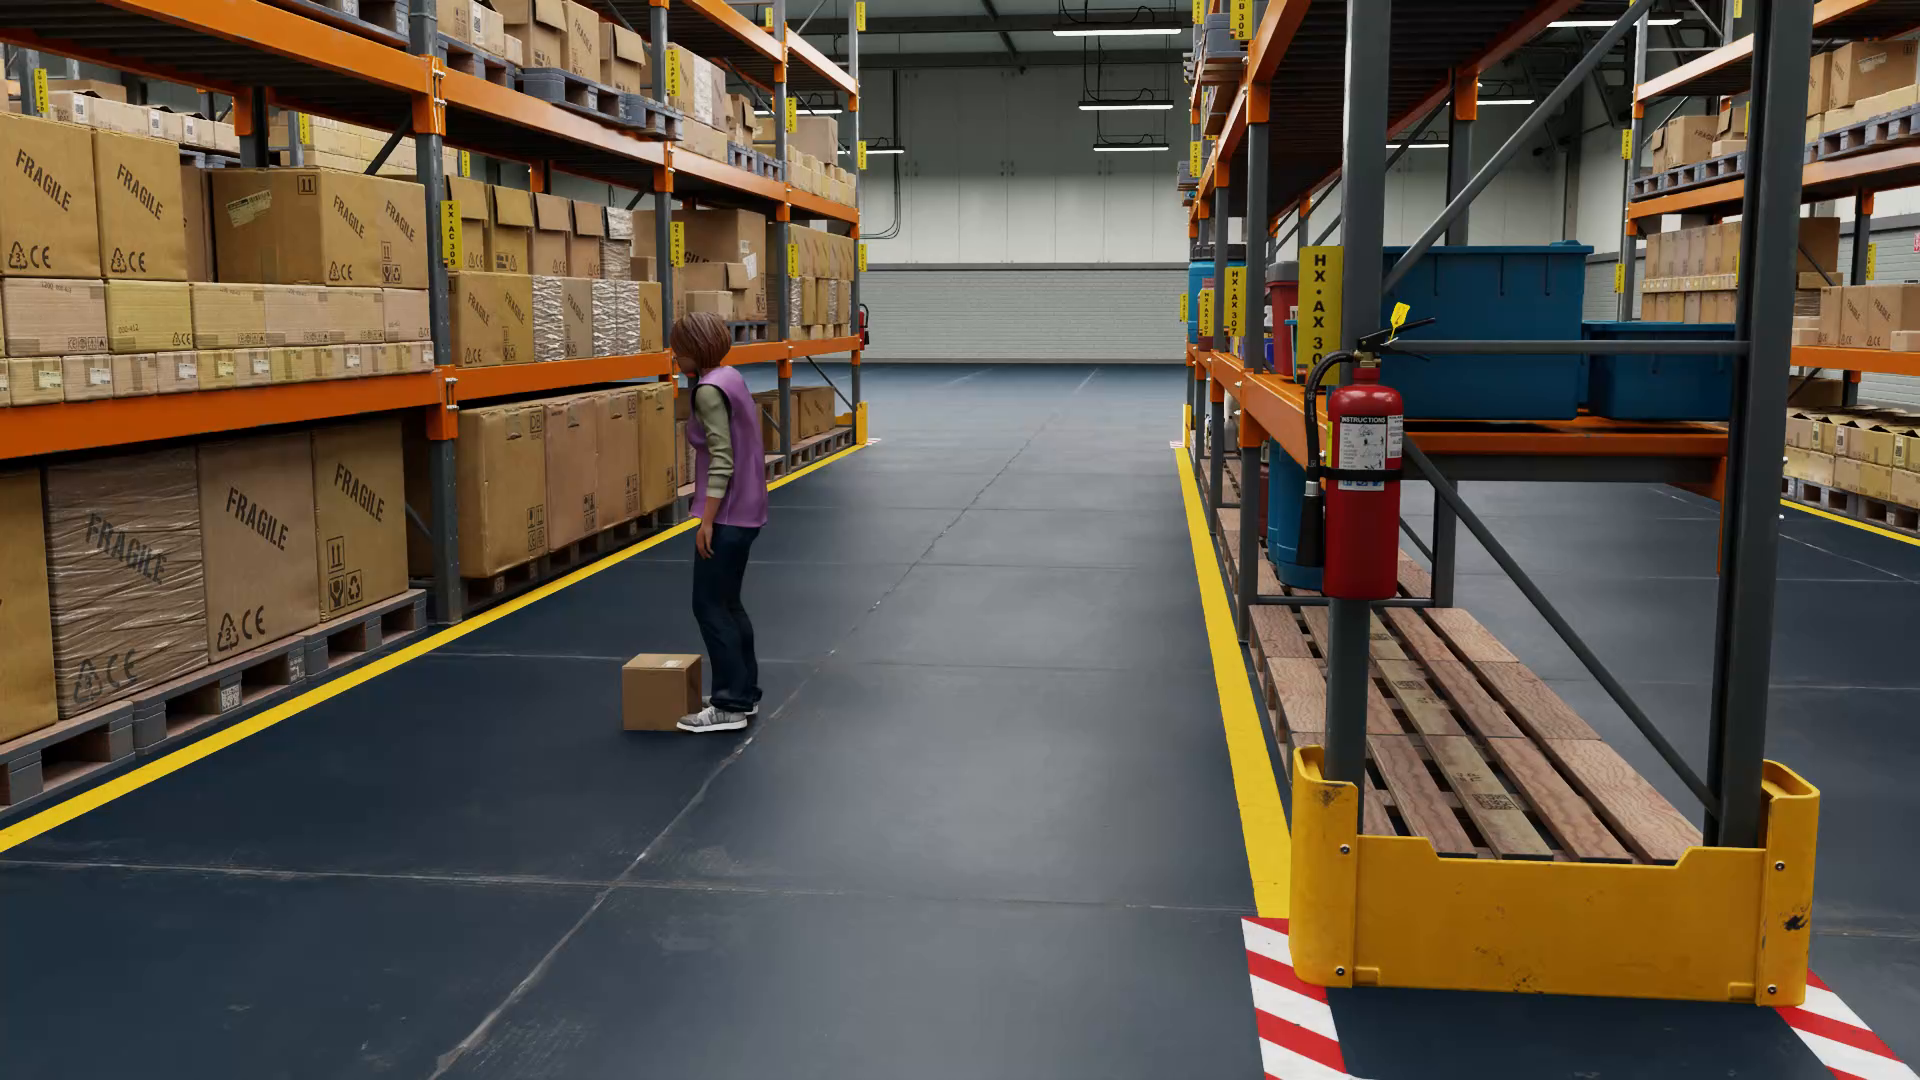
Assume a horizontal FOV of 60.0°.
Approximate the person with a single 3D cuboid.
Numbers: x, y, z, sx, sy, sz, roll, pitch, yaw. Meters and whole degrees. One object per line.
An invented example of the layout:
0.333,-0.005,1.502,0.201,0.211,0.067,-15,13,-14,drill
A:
-0.910,-0.050,6.361,0.347,1.551,0.482,0,8,3,person
